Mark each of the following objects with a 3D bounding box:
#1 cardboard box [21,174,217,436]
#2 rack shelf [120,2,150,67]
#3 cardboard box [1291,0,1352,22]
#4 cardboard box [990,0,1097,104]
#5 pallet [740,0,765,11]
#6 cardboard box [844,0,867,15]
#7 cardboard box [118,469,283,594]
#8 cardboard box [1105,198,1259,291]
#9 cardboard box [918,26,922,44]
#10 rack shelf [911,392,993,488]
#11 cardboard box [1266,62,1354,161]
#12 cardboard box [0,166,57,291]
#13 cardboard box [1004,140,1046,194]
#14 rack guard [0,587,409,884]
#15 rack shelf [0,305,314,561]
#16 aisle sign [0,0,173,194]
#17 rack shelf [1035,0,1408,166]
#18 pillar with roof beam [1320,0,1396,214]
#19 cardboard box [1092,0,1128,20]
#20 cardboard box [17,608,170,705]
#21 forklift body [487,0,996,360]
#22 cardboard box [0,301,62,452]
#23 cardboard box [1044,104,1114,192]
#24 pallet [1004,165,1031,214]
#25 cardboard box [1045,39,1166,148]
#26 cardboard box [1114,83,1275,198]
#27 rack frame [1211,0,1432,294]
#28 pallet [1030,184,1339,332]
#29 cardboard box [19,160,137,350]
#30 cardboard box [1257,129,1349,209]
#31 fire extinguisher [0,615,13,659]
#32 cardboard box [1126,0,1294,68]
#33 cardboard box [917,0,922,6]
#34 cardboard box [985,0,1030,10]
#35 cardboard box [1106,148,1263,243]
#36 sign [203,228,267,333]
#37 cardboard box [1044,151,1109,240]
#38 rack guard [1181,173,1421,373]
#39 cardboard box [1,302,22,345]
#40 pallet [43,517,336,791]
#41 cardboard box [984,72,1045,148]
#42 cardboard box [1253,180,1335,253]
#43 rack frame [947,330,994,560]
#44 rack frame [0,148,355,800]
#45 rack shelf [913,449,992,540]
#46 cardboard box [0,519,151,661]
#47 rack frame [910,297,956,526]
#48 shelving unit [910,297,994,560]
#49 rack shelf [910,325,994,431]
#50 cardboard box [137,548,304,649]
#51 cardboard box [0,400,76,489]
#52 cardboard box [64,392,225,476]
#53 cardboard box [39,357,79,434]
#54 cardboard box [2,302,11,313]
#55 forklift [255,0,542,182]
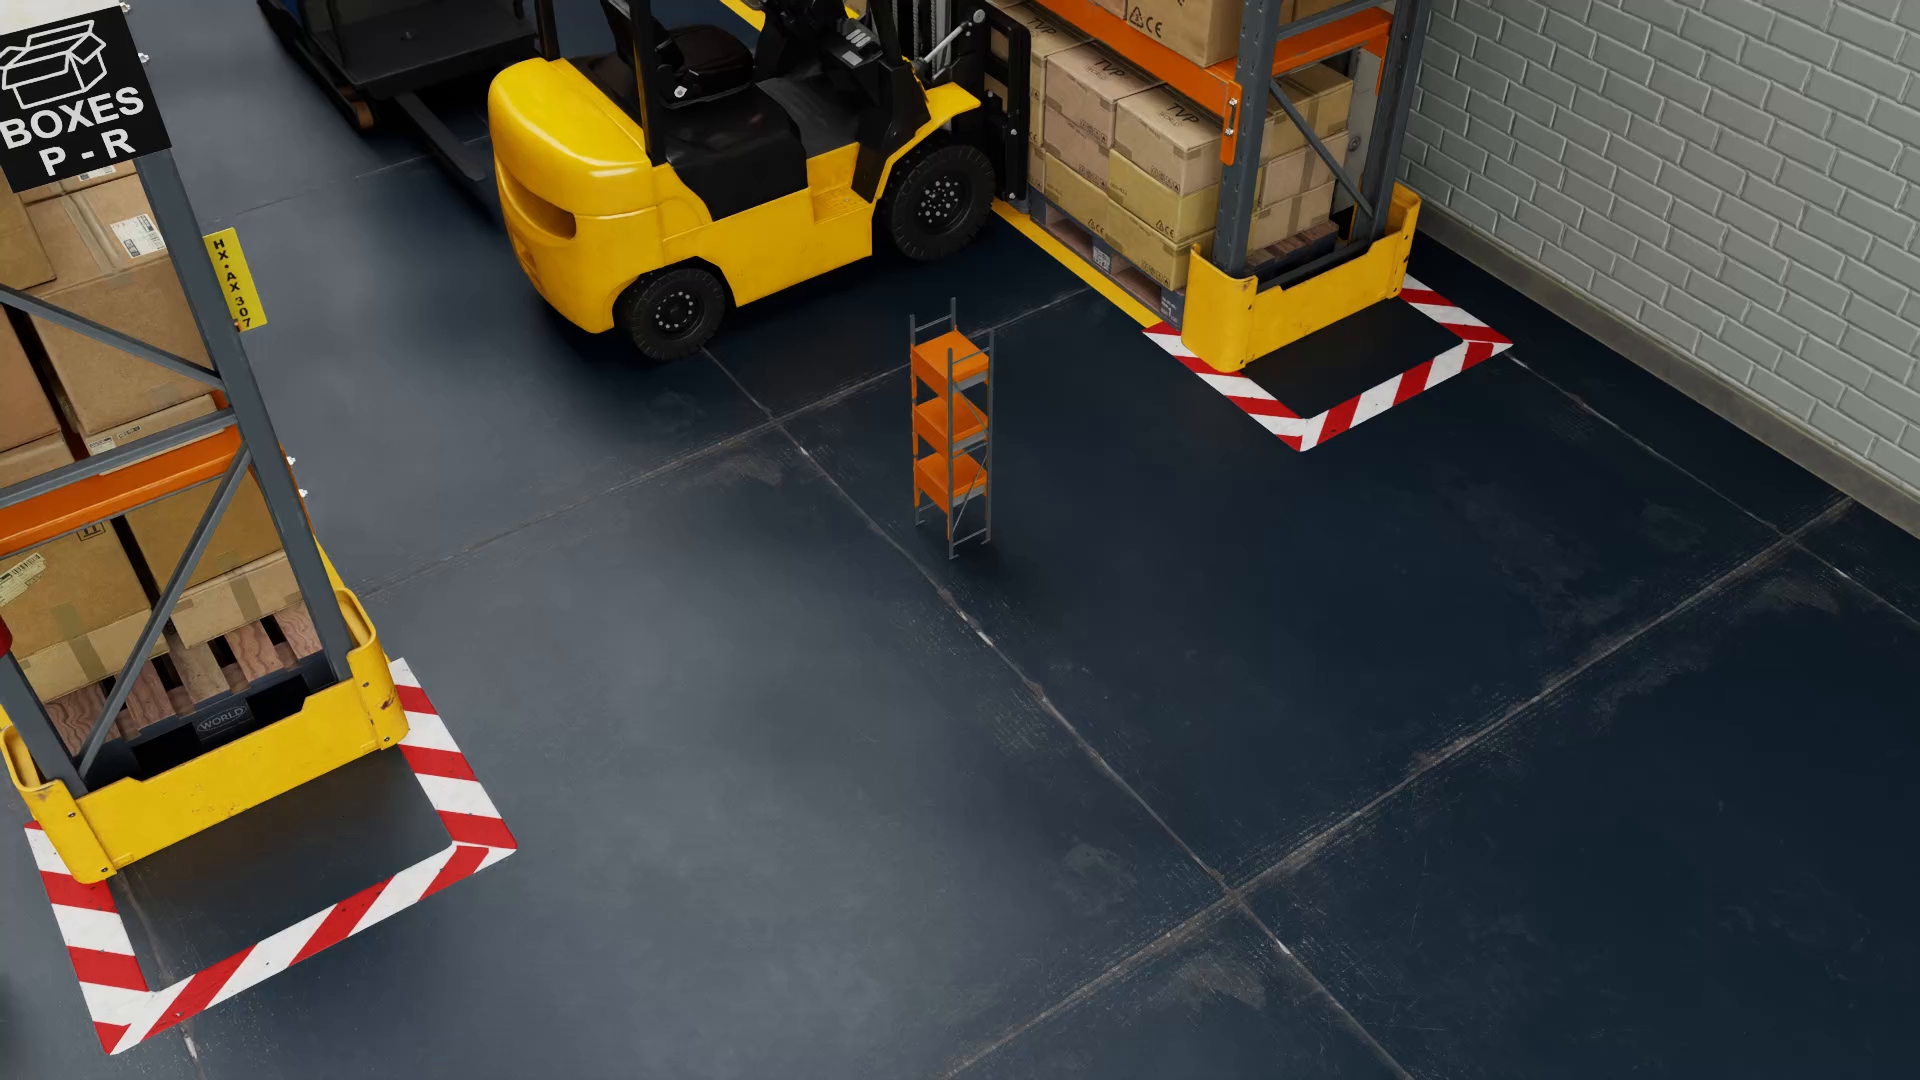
[{"bbox_3d":[-2.550,-0.726,5.050,0.500,0.500,0.500,-26,50,-25],"label":"cardboard box"},{"bbox_3d":[-3.650,-2.162,5.191,1.077,0.370,4.000,-26,49,-24],"label":"rack shelf"},{"bbox_3d":[1.507,-2.594,7.222,0.500,0.500,0.500,-24,49,-23],"label":"cardboard box"},{"bbox_3d":[0.450,-2.393,8.047,0.500,0.250,0.500,-25,49,-24],"label":"cardboard box"},{"bbox_3d":[-1.179,-3.826,10.605,1.003,0.211,1.213,-26,49,-24],"label":"pallet"},{"bbox_3d":[-0.412,-3.091,9.140,0.500,0.250,0.500,-26,49,-25],"label":"cardboard box"},{"bbox_3d":[-2.755,-0.212,5.944,0.500,0.500,0.500,-27,50,-26],"label":"cardboard box"},{"bbox_3d":[1.035,-1.466,7.801,0.500,0.250,0.500,-25,49,-24],"label":"cardboard box"},{"bbox_3d":[-0.134,-2.801,8.837,0.500,0.250,0.500,-26,50,-25],"label":"cardboard box"},{"bbox_3d":[-0.031,-0.402,6.427,0.215,0.259,0.240,-26,49,-24],"label":"rack shelf"},{"bbox_3d":[1.443,-2.033,7.671,0.500,0.250,0.500,-26,50,-25],"label":"cardboard box"},{"bbox_3d":[-2.978,-0.913,4.522,0.700,0.500,0.500,-27,50,-25],"label":"cardboard box"},{"bbox_3d":[0.479,-2.038,8.400,0.500,0.250,0.500,-25,49,-24],"label":"cardboard box"},{"bbox_3d":[-2.550,0.657,5.700,1.175,0.500,0.348,-26,49,-24],"label":"rack guard"},{"bbox_3d":[-3.650,-1.077,6.227,1.077,0.370,4.000,-26,49,-24],"label":"rack shelf"},{"bbox_3d":[-2.217,-1.232,3.986,0.394,0.787,0.004,-26,49,-24],"label":"aisle sign"},{"bbox_3d":[0.419,-3.040,8.283,1.077,0.370,4.000,-26,49,-24],"label":"rack shelf"},{"bbox_3d":[-1.627,-3.387,3.781,9.100,9.000,0.400,-26,49,-24],"label":"pillar with roof beam"},{"bbox_3d":[0.777,-2.676,7.309,0.500,0.500,0.500,-24,49,-23],"label":"cardboard box"},{"bbox_3d":[-3.203,0.273,5.979,0.500,0.250,0.500,-26,49,-25],"label":"cardboard box"},{"bbox_3d":[-1.018,-2.214,7.511,2.313,2.155,1.214,-26,49,-24],"label":"forklift body"},{"bbox_3d":[-3.043,-0.547,4.863,0.500,0.500,0.500,-27,50,-25],"label":"cardboard box"},{"bbox_3d":[0.750,-1.946,7.941,0.500,0.250,0.500,-26,50,-25],"label":"cardboard box"},{"bbox_3d":[0.397,-2.266,8.970,1.003,0.211,1.213,-26,49,-24],"label":"pallet"},{"bbox_3d":[0.747,-2.111,7.752,0.500,0.250,0.500,-25,49,-24],"label":"cardboard box"},{"bbox_3d":[1.044,-1.824,7.451,0.500,0.250,0.500,-24,49,-23],"label":"cardboard box"},{"bbox_3d":[1.563,-2.167,6.848,1.000,3.000,0.127,-26,49,-24],"label":"rack frame"},{"bbox_3d":[1.091,-1.575,8.247,1.003,0.211,1.213,-26,49,-24],"label":"pallet"},{"bbox_3d":[-2.849,-1.018,5.356,0.500,0.500,0.500,-24,49,-23],"label":"cardboard box"},{"bbox_3d":[1.464,-1.854,7.845,0.500,0.250,0.500,-25,49,-24],"label":"cardboard box"},{"bbox_3d":[-2.819,0.070,4.560,0.296,0.674,0.183,-26,49,-24],"label":"fire extinguisher"},{"bbox_3d":[1.066,-2.379,6.997,0.500,0.500,0.500,-27,50,-25],"label":"cardboard box"},{"bbox_3d":[-0.128,-2.983,8.666,0.500,0.250,0.500,-24,49,-23],"label":"cardboard box"},{"bbox_3d":[0.166,-2.683,8.351,0.500,0.250,0.500,-27,50,-25],"label":"cardboard box"},{"bbox_3d":[1.028,-1.658,7.639,0.500,0.250,0.500,-26,50,-25],"label":"cardboard box"},{"bbox_3d":[-2.061,-0.732,4.718,0.100,0.325,0.005,-26,49,-24],"label":"sign"},{"bbox_3d":[0.758,-1.751,8.100,0.500,0.250,0.500,-26,49,-24],"label":"cardboard box"},{"bbox_3d":[1.577,-1.250,7.697,1.175,0.500,0.348,-26,49,-24],"label":"rack guard"},{"bbox_3d":[-3.325,-0.832,5.162,0.500,0.500,0.500,-26,49,-24],"label":"cardboard box"},{"bbox_3d":[-2.986,0.287,6.297,1.003,0.211,1.213,-26,49,-24],"label":"pallet"},{"bbox_3d":[0.437,-2.230,8.239,0.500,0.250,0.500,-27,50,-25],"label":"cardboard box"},{"bbox_3d":[1.442,-1.680,8.025,0.500,0.250,0.500,-26,49,-24],"label":"cardboard box"},{"bbox_3d":[0.039,-0.341,6.347,0.200,1.050,0.008,-26,49,-24],"label":"rack frame"},{"bbox_3d":[-2.506,-0.205,4.792,1.000,3.000,0.127,-26,49,-24],"label":"rack frame"},{"bbox_3d":[-0.031,-0.201,6.618,0.215,0.259,0.240,-26,49,-24],"label":"rack shelf"},{"bbox_3d":[-3.179,0.016,5.705,0.500,0.500,0.500,-25,49,-24],"label":"cardboard box"},{"bbox_3d":[-0.100,-0.479,6.492,0.200,1.050,0.008,-26,49,-24],"label":"rack frame"},{"bbox_3d":[-0.031,-0.410,6.419,0.215,1.050,0.252,-26,49,-24],"label":"shelving unit"},{"bbox_3d":[-0.031,-0.608,6.231,0.215,0.259,0.240,-26,49,-24],"label":"rack shelf"},{"bbox_3d":[-2.741,0.072,6.189,0.500,0.250,0.500,-26,49,-25],"label":"cardboard box"},{"bbox_3d":[-2.896,-0.241,5.012,0.380,0.149,0.250,-24,49,-23],"label":"cardboard box"},{"bbox_3d":[-2.531,-0.388,5.166,0.380,0.149,0.250,-26,49,-24],"label":"cardboard box"},{"bbox_3d":[-2.687,-0.525,5.310,0.380,0.149,0.250,-25,49,-24],"label":"cardboard box"},{"bbox_3d":[-3.464,-0.829,5.628,0.380,0.149,0.250,-25,49,-24],"label":"cardboard box"},{"bbox_3d":[-3.015,-3.675,8.477,1.130,2.935,3.031,-26,49,-25],"label":"forklift"}]
